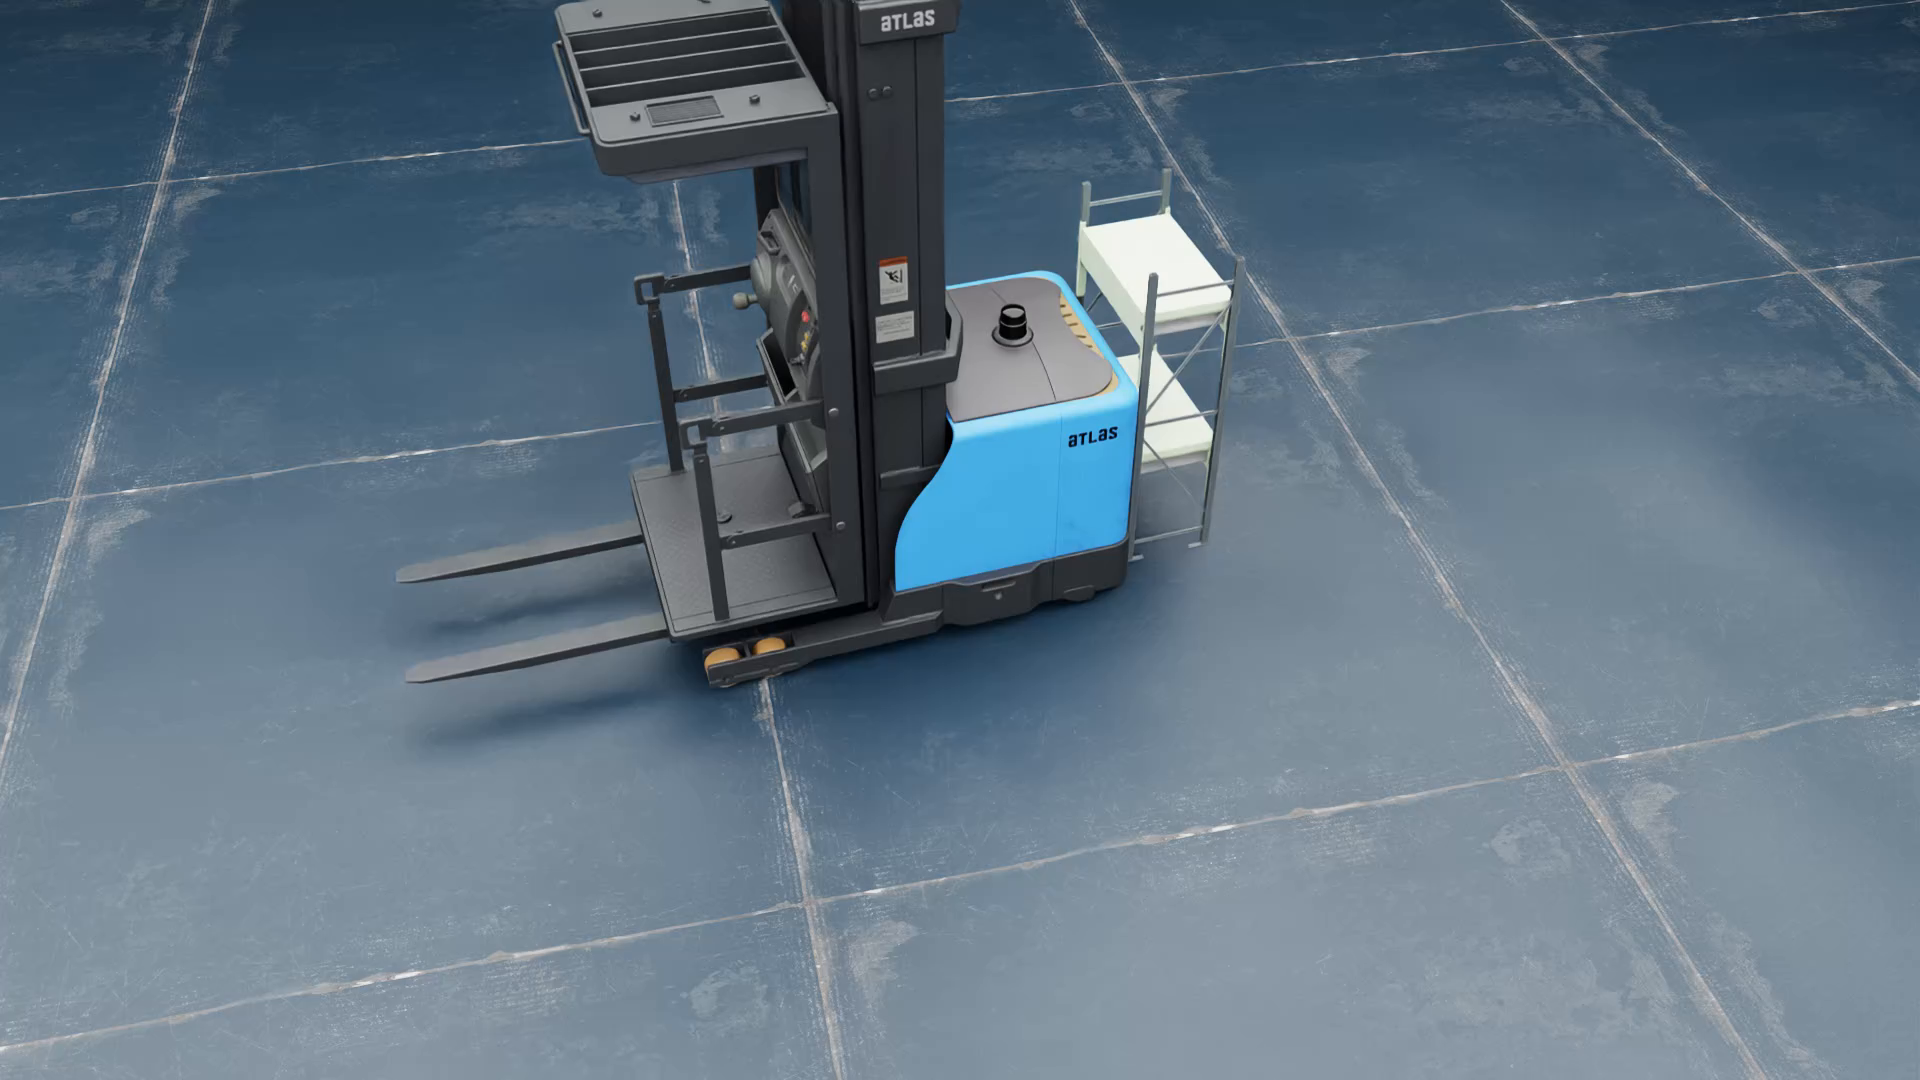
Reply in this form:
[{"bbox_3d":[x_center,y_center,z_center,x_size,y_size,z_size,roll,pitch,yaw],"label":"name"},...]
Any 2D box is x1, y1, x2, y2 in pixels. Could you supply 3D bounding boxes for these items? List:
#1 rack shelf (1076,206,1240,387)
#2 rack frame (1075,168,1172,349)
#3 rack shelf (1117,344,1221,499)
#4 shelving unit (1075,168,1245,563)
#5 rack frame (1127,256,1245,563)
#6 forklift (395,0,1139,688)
[{"bbox_3d":[0.813,-1.029,6.973,0.431,0.370,0.720,-12,43,-13],"label":"rack shelf"},{"bbox_3d":[0.702,-0.969,7.493,0.400,1.500,0.023,-12,43,-13],"label":"rack frame"},{"bbox_3d":[0.813,-0.493,7.449,0.431,0.370,0.720,-12,43,-13],"label":"rack shelf"},{"bbox_3d":[0.813,-0.737,7.232,0.431,1.500,0.755,-12,43,-13],"label":"shelving unit"},{"bbox_3d":[0.925,-0.506,6.972,0.400,1.500,0.023,-12,43,-13],"label":"rack frame"},{"bbox_3d":[-0.848,-0.884,6.320,3.031,2.935,1.130,-12,43,-13],"label":"forklift"}]
